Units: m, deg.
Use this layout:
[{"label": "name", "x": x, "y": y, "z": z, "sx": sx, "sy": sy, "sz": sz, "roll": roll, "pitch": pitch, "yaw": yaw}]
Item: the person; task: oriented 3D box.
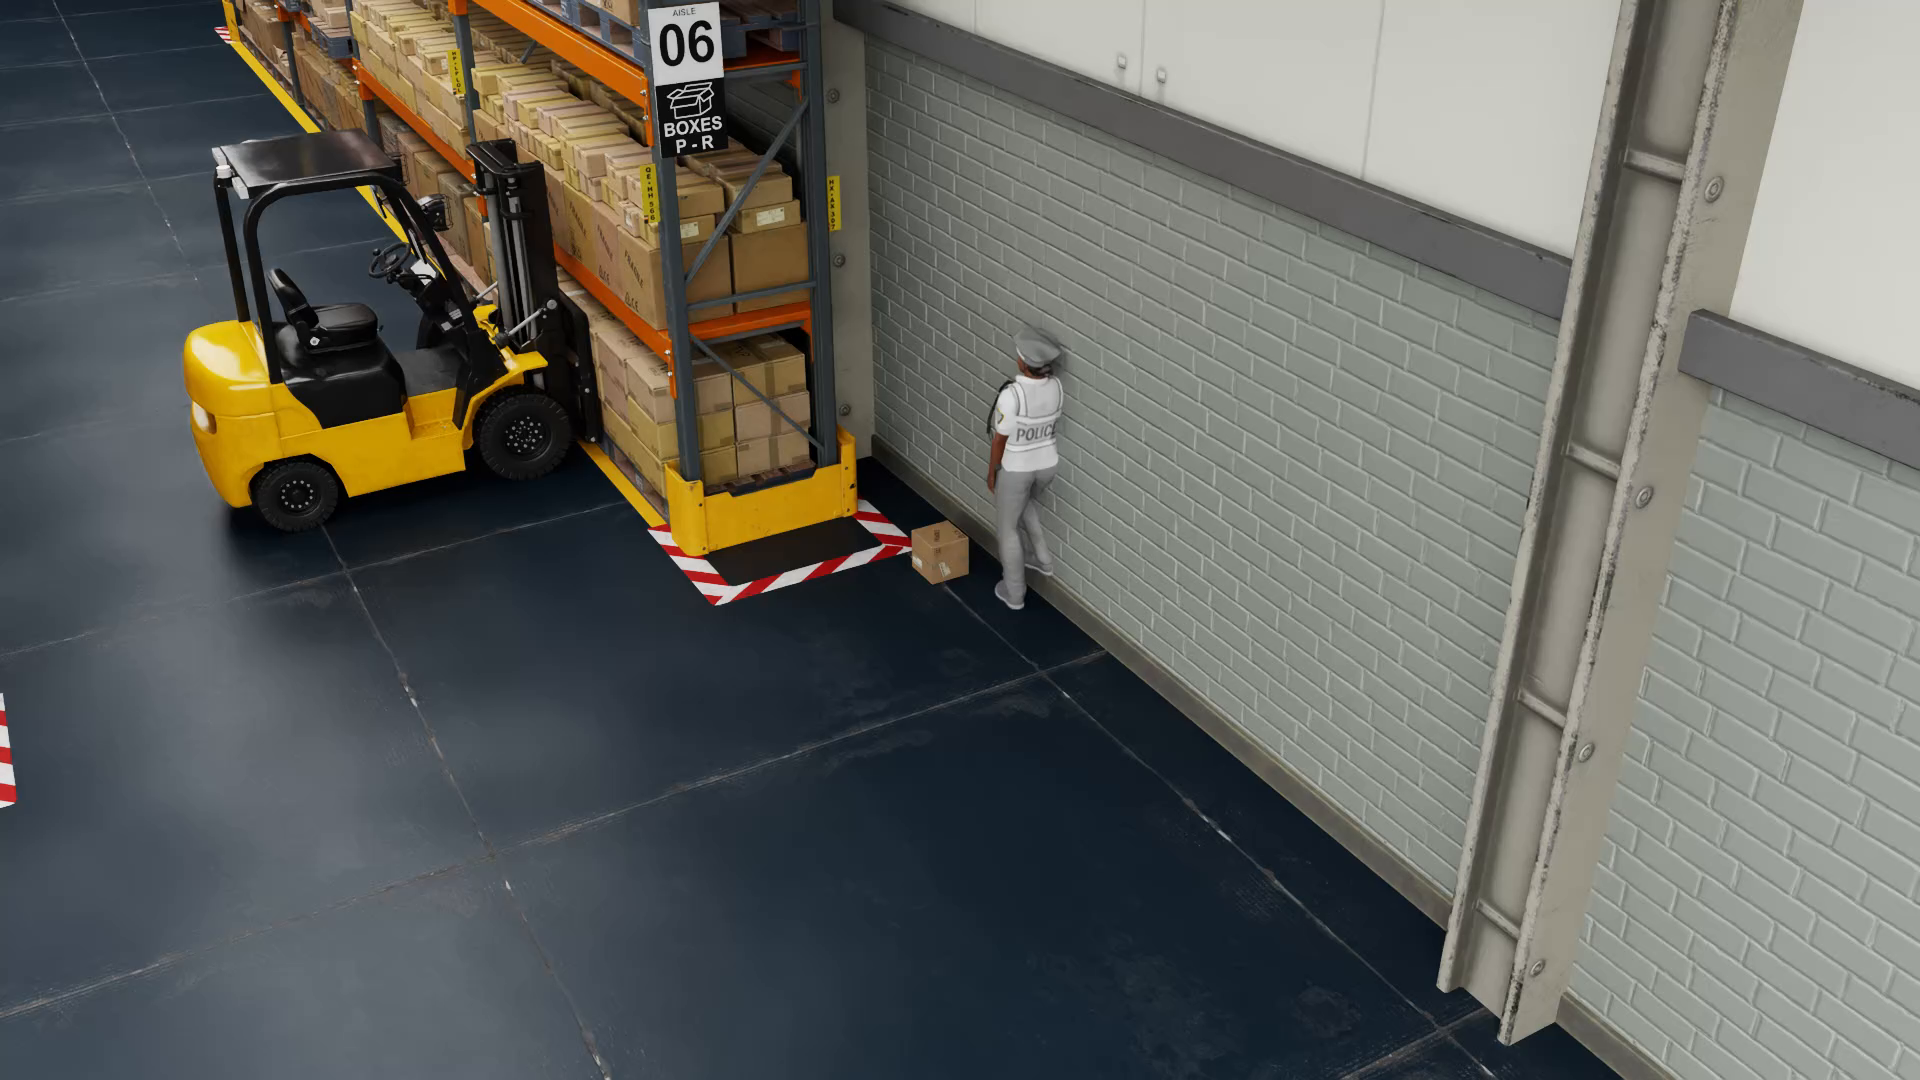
[{"label": "person", "x": 0.343, "y": -0.419, "z": 9.284, "sx": 0.437, "sy": 1.679, "sz": 0.502, "roll": -15, "pitch": 33, "yaw": -25}]
